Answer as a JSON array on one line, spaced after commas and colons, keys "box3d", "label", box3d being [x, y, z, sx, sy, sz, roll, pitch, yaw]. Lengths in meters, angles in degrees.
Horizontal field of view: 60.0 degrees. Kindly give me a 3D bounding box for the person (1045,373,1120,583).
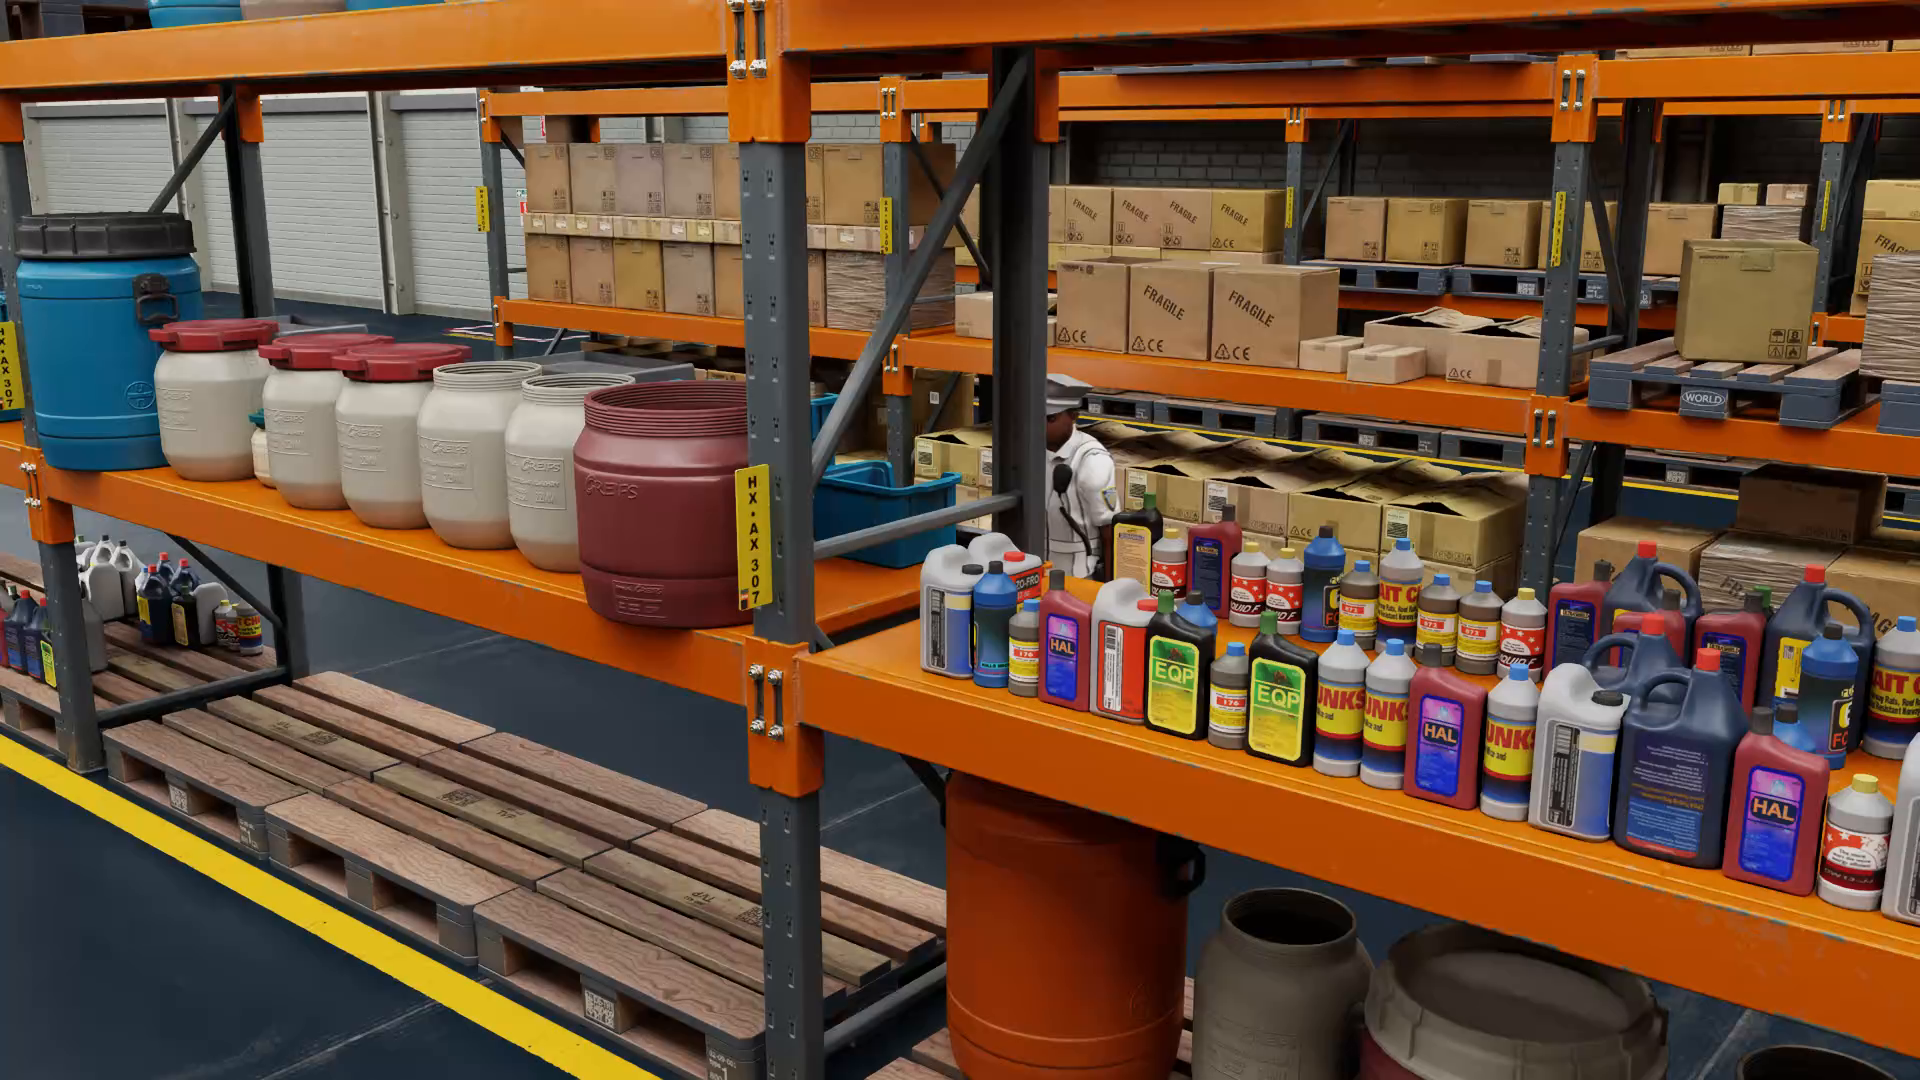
[{"box3d": [0.346, 0.200, 6.149, 0.526, 1.661, 0.418, 10, 17, 36], "label": "person"}]
